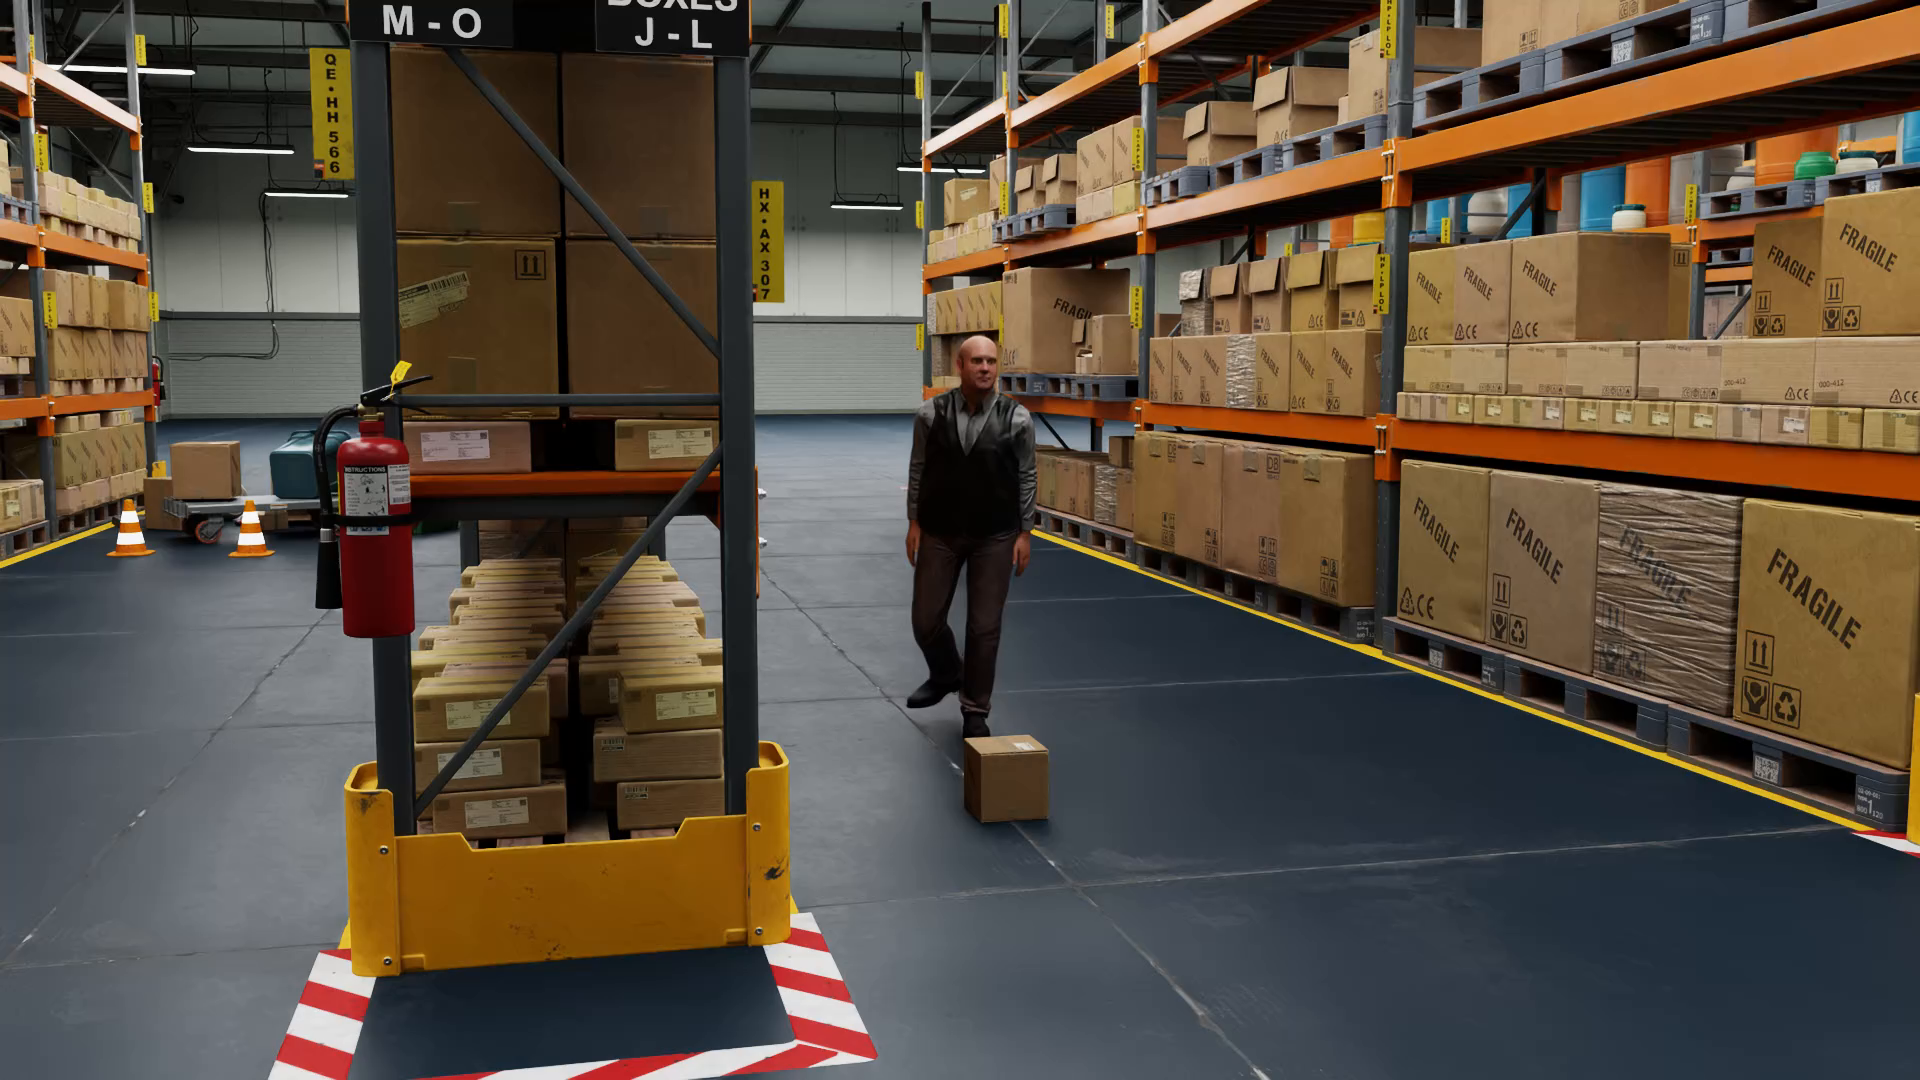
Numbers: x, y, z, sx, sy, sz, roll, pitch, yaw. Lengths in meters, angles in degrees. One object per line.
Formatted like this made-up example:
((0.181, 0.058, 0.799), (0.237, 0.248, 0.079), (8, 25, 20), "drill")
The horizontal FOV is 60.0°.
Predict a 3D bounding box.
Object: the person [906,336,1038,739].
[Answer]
((0.044, -0.014, 7.173), (0.586, 1.718, 0.527), (1, 6, 6), "person")
